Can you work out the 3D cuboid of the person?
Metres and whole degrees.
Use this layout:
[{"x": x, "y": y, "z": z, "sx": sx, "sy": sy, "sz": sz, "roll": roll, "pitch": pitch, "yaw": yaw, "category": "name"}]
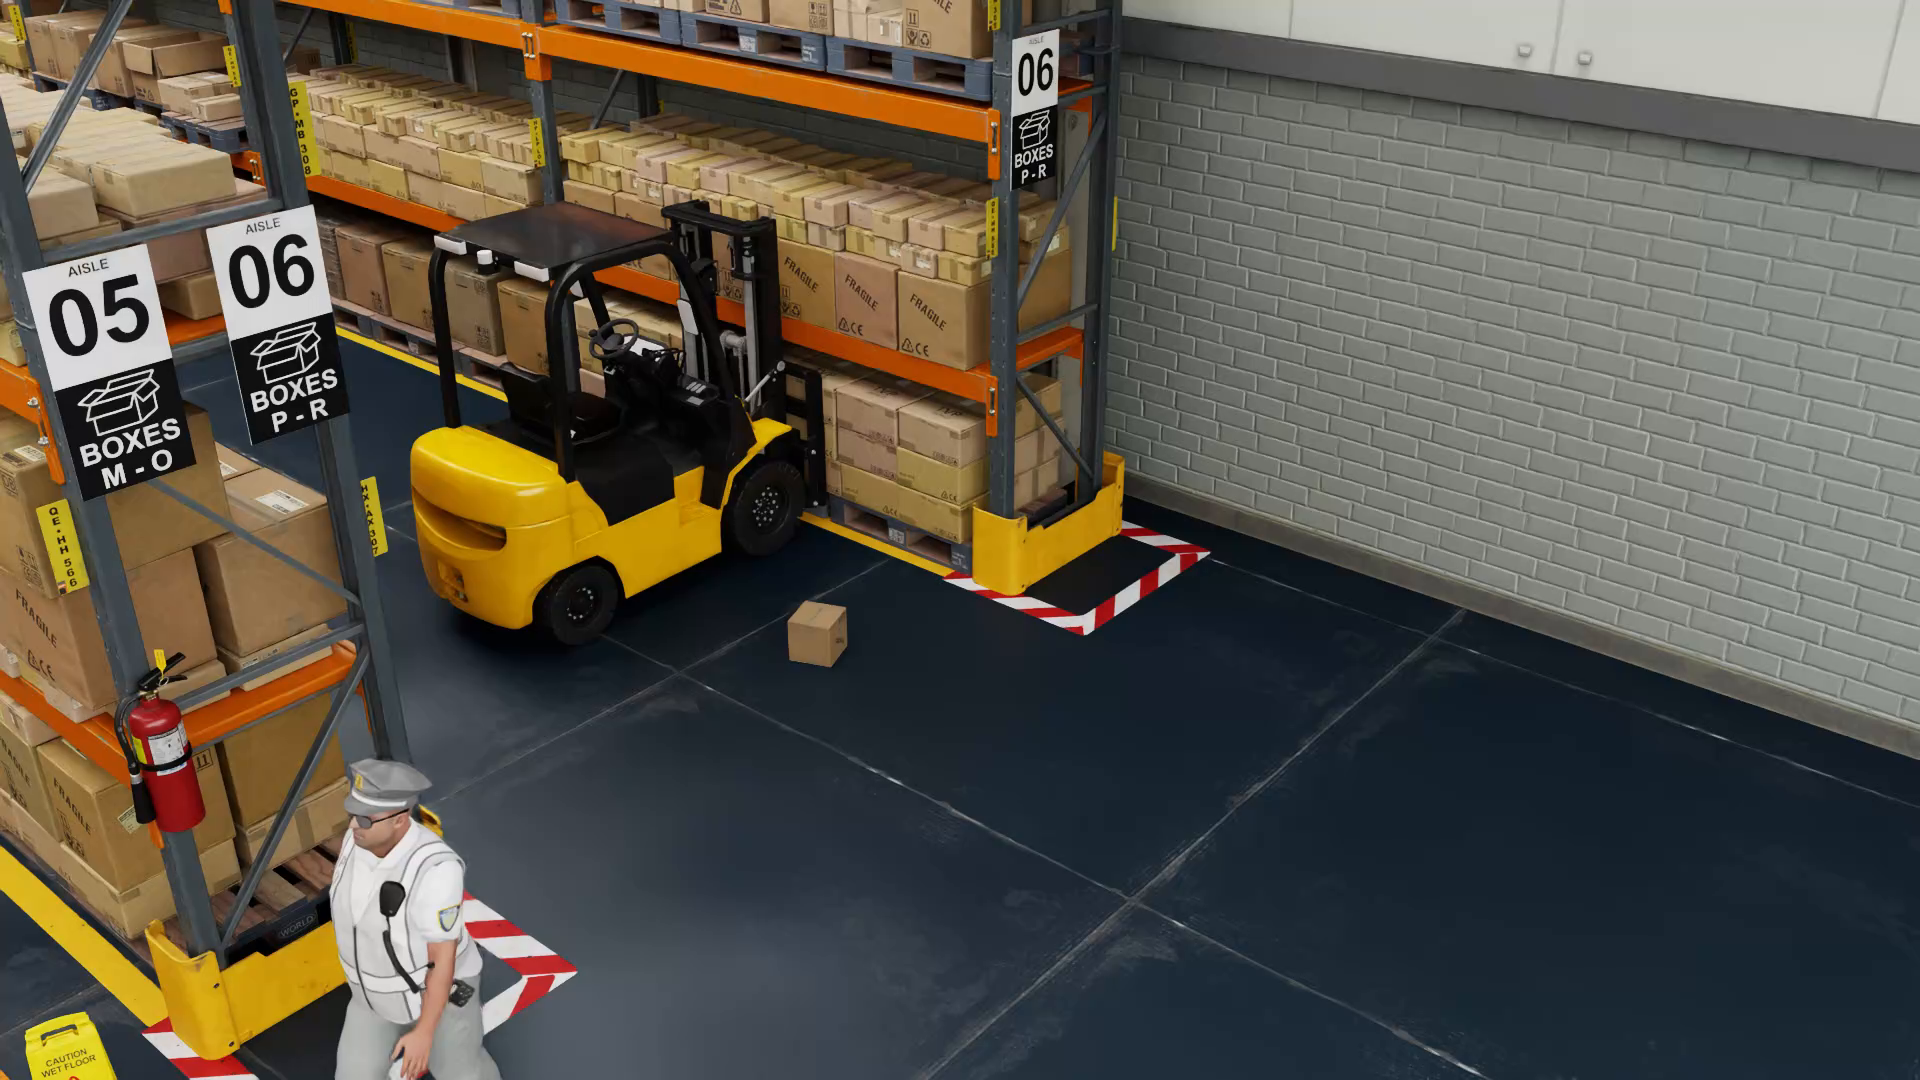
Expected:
[{"x": -1.873, "y": 1.559, "z": 5.618, "sx": 0.527, "sy": 1.863, "sz": 0.625, "roll": 14, "pitch": 30, "yaw": 25, "category": "person"}]
